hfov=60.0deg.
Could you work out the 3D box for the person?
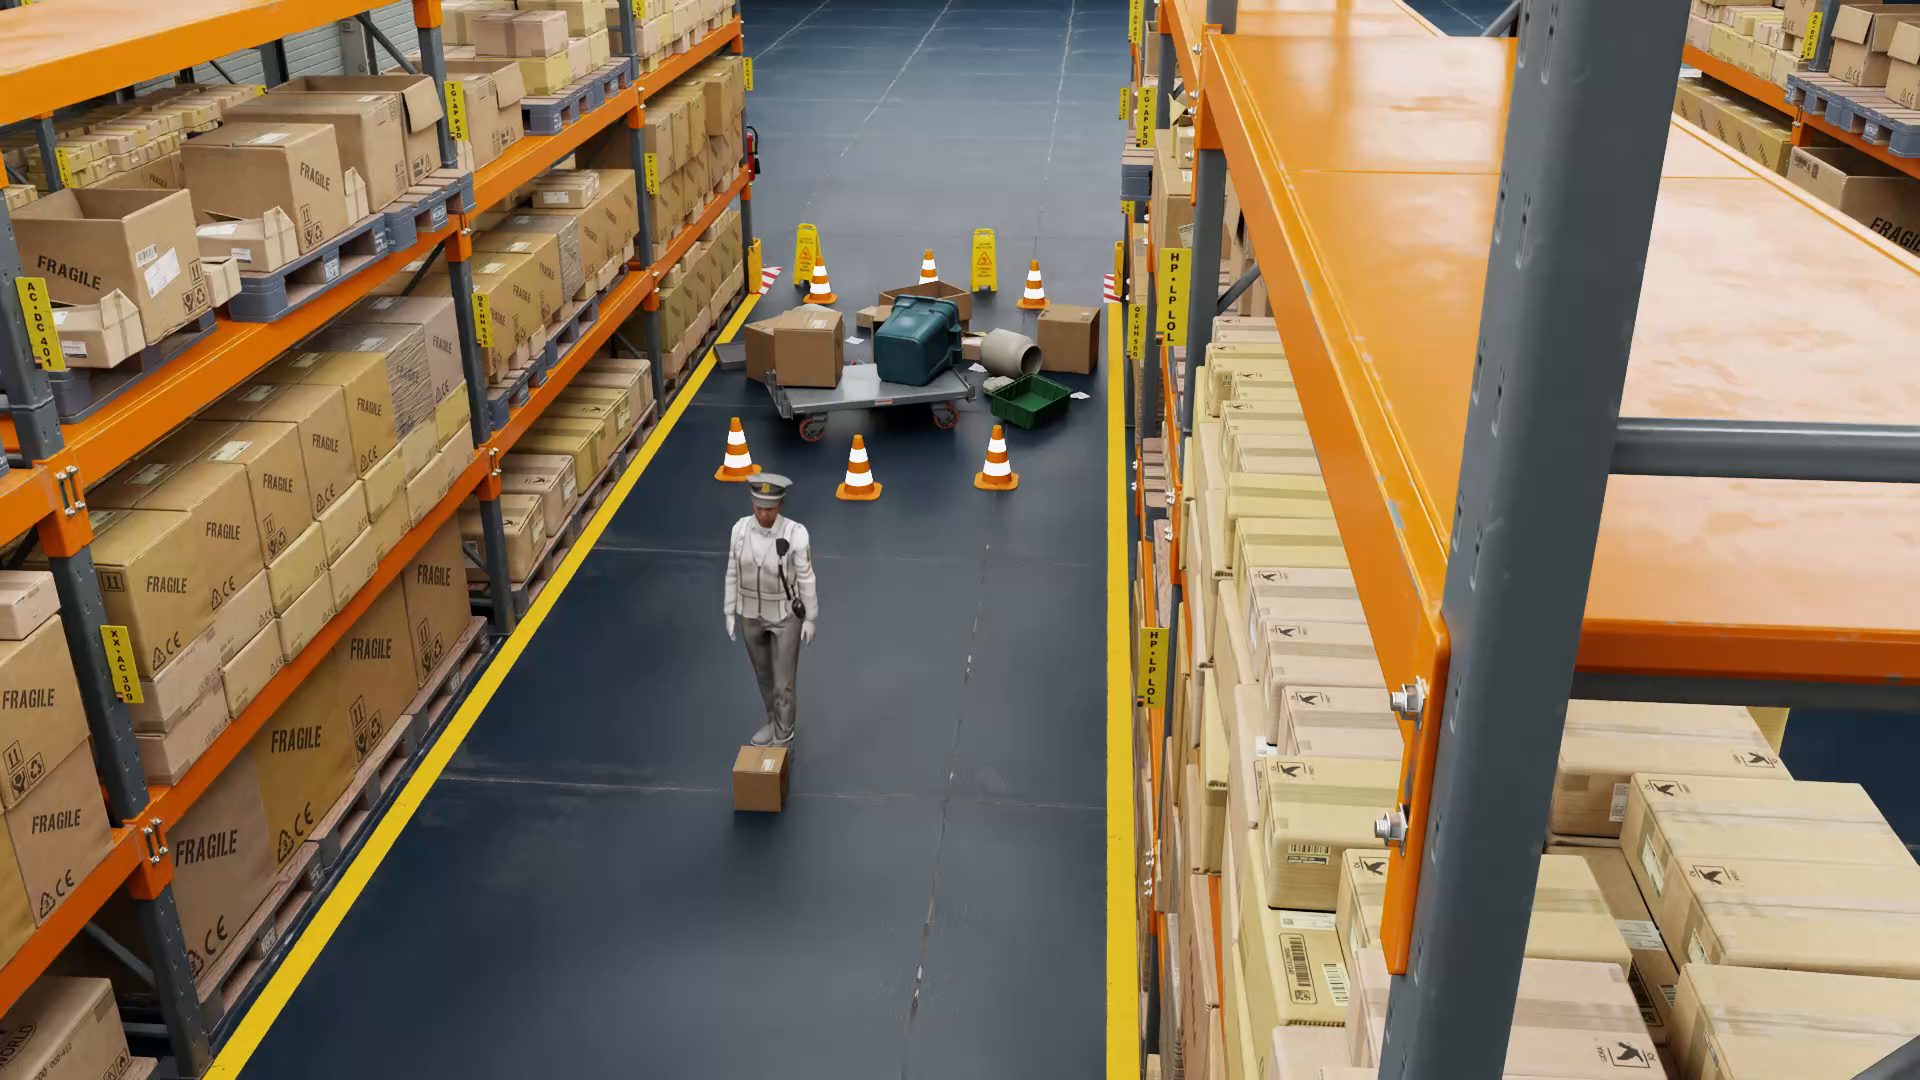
[{"bbox_3d":[-1.050,0.436,9.001,0.514,1.673,0.556,7,26,15],"label":"person"}]
